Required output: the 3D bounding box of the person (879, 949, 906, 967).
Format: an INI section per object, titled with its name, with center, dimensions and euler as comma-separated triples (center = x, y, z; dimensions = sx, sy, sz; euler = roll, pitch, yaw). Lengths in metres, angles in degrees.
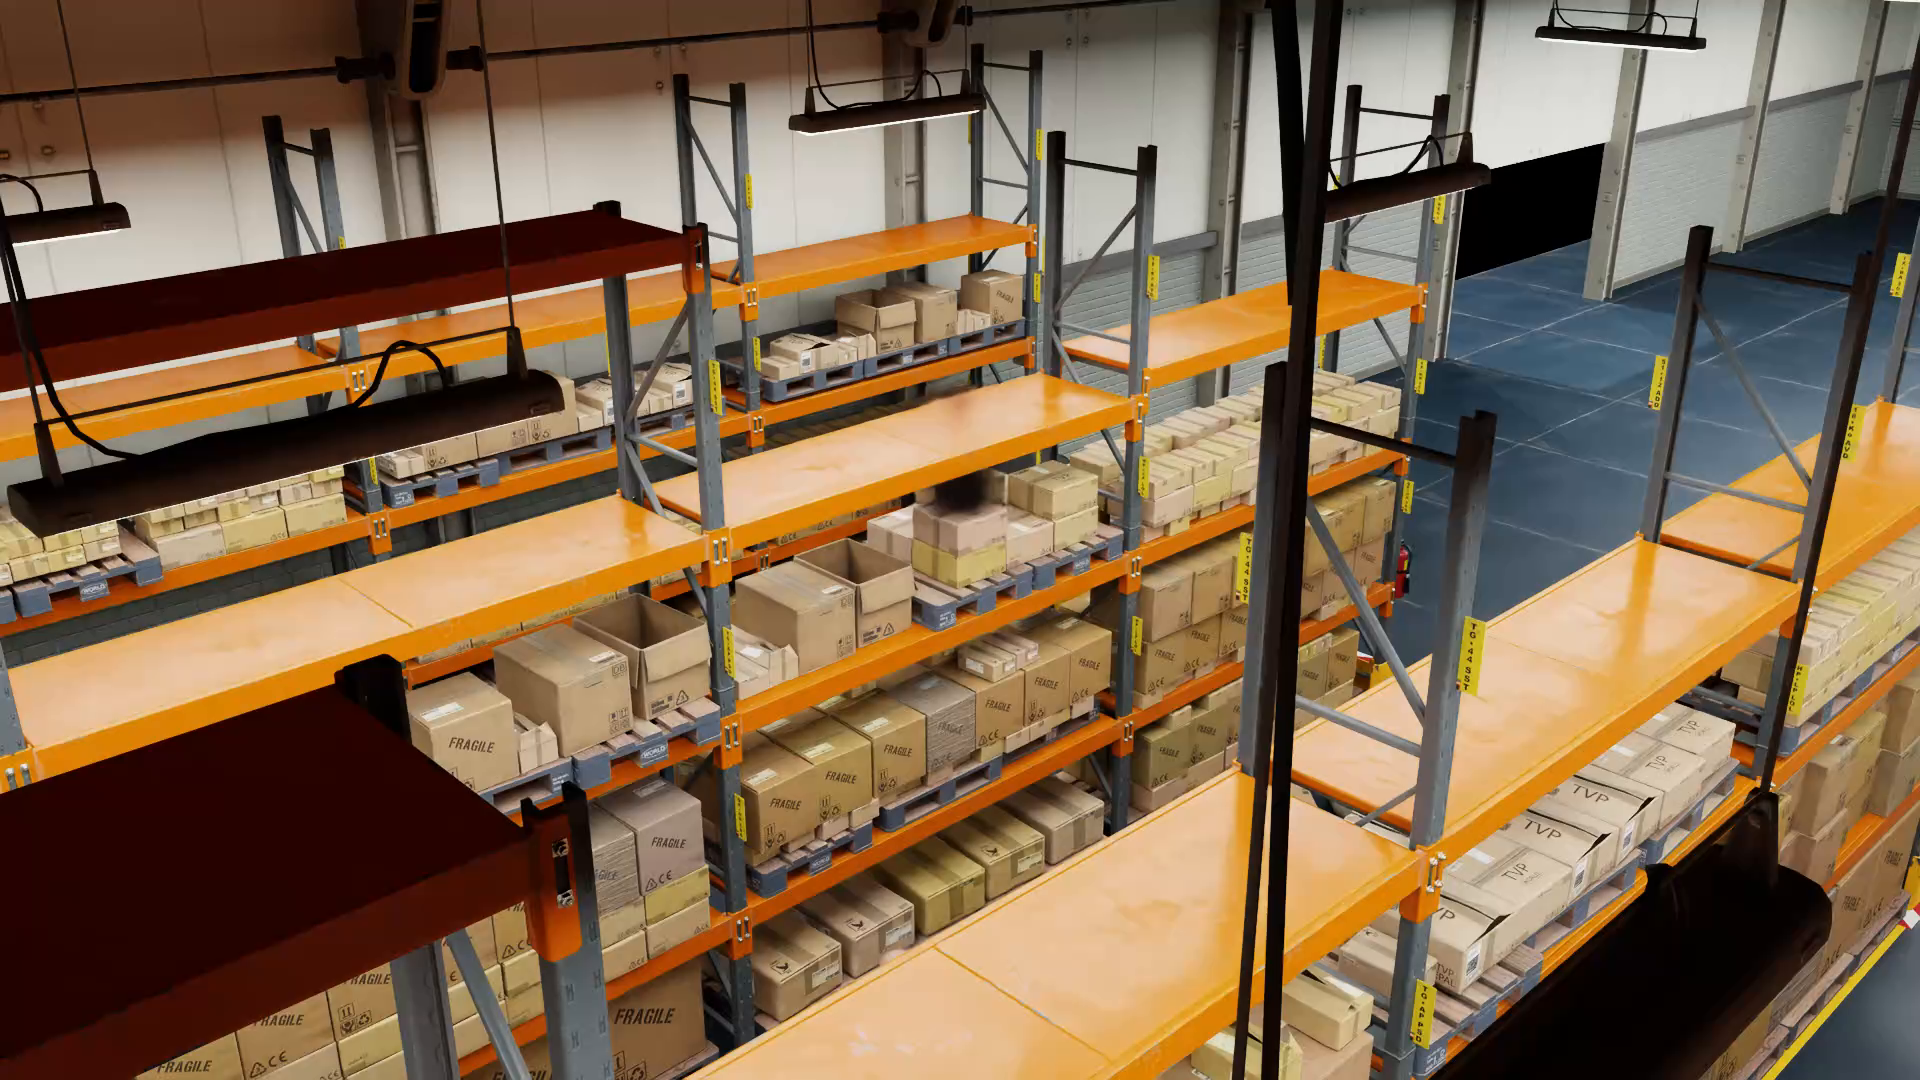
[person]
center = -0.268, 3.288, 10.745
dimensions = 0.735, 1.726, 0.822
euler = -7, 24, -17
